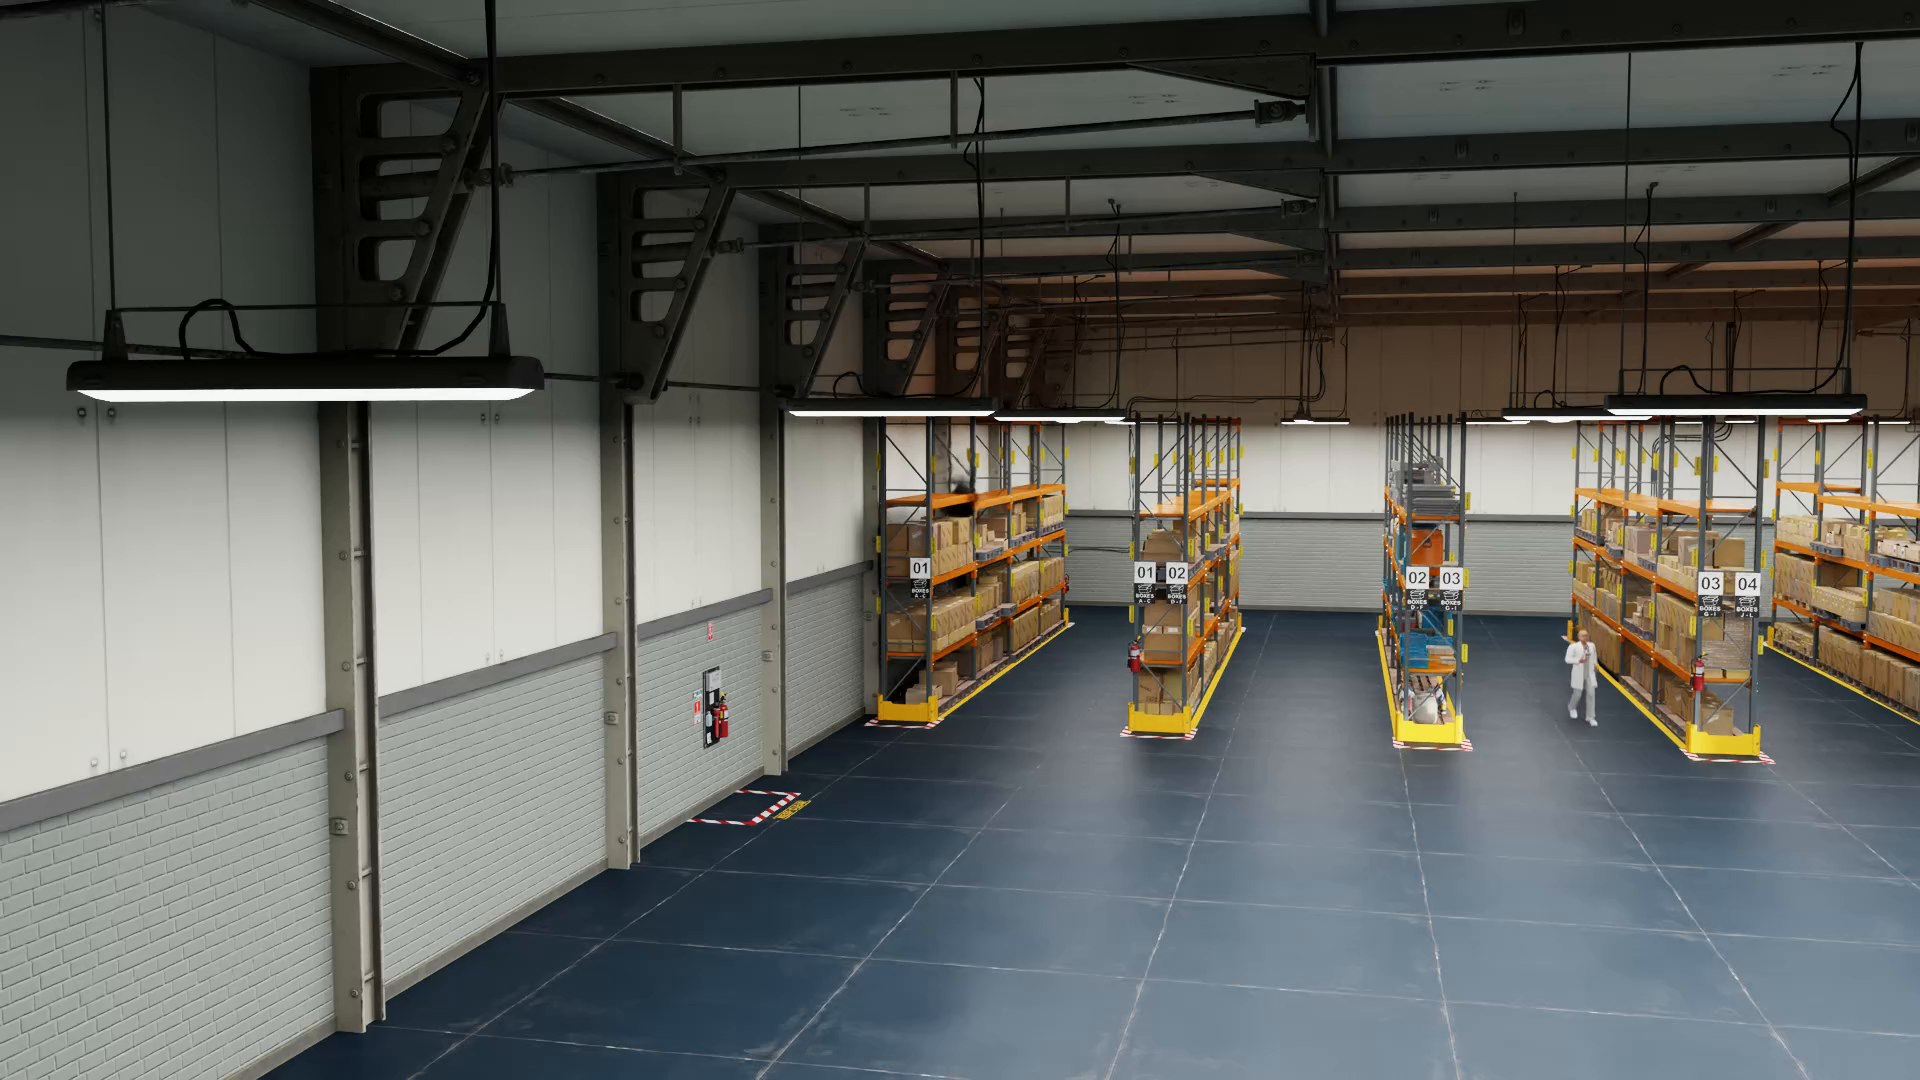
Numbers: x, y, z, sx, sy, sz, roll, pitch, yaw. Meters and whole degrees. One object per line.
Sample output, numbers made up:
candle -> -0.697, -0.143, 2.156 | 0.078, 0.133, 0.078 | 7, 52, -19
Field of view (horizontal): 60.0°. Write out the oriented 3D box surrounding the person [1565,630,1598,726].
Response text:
person -> 12.029, 2.628, 32.114 | 0.701, 1.784, 1.033 | 0, 4, -1

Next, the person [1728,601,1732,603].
person -> 20.058, 1.949, 43.930 | 0.643, 1.546, 0.832 | 2, 5, 31
